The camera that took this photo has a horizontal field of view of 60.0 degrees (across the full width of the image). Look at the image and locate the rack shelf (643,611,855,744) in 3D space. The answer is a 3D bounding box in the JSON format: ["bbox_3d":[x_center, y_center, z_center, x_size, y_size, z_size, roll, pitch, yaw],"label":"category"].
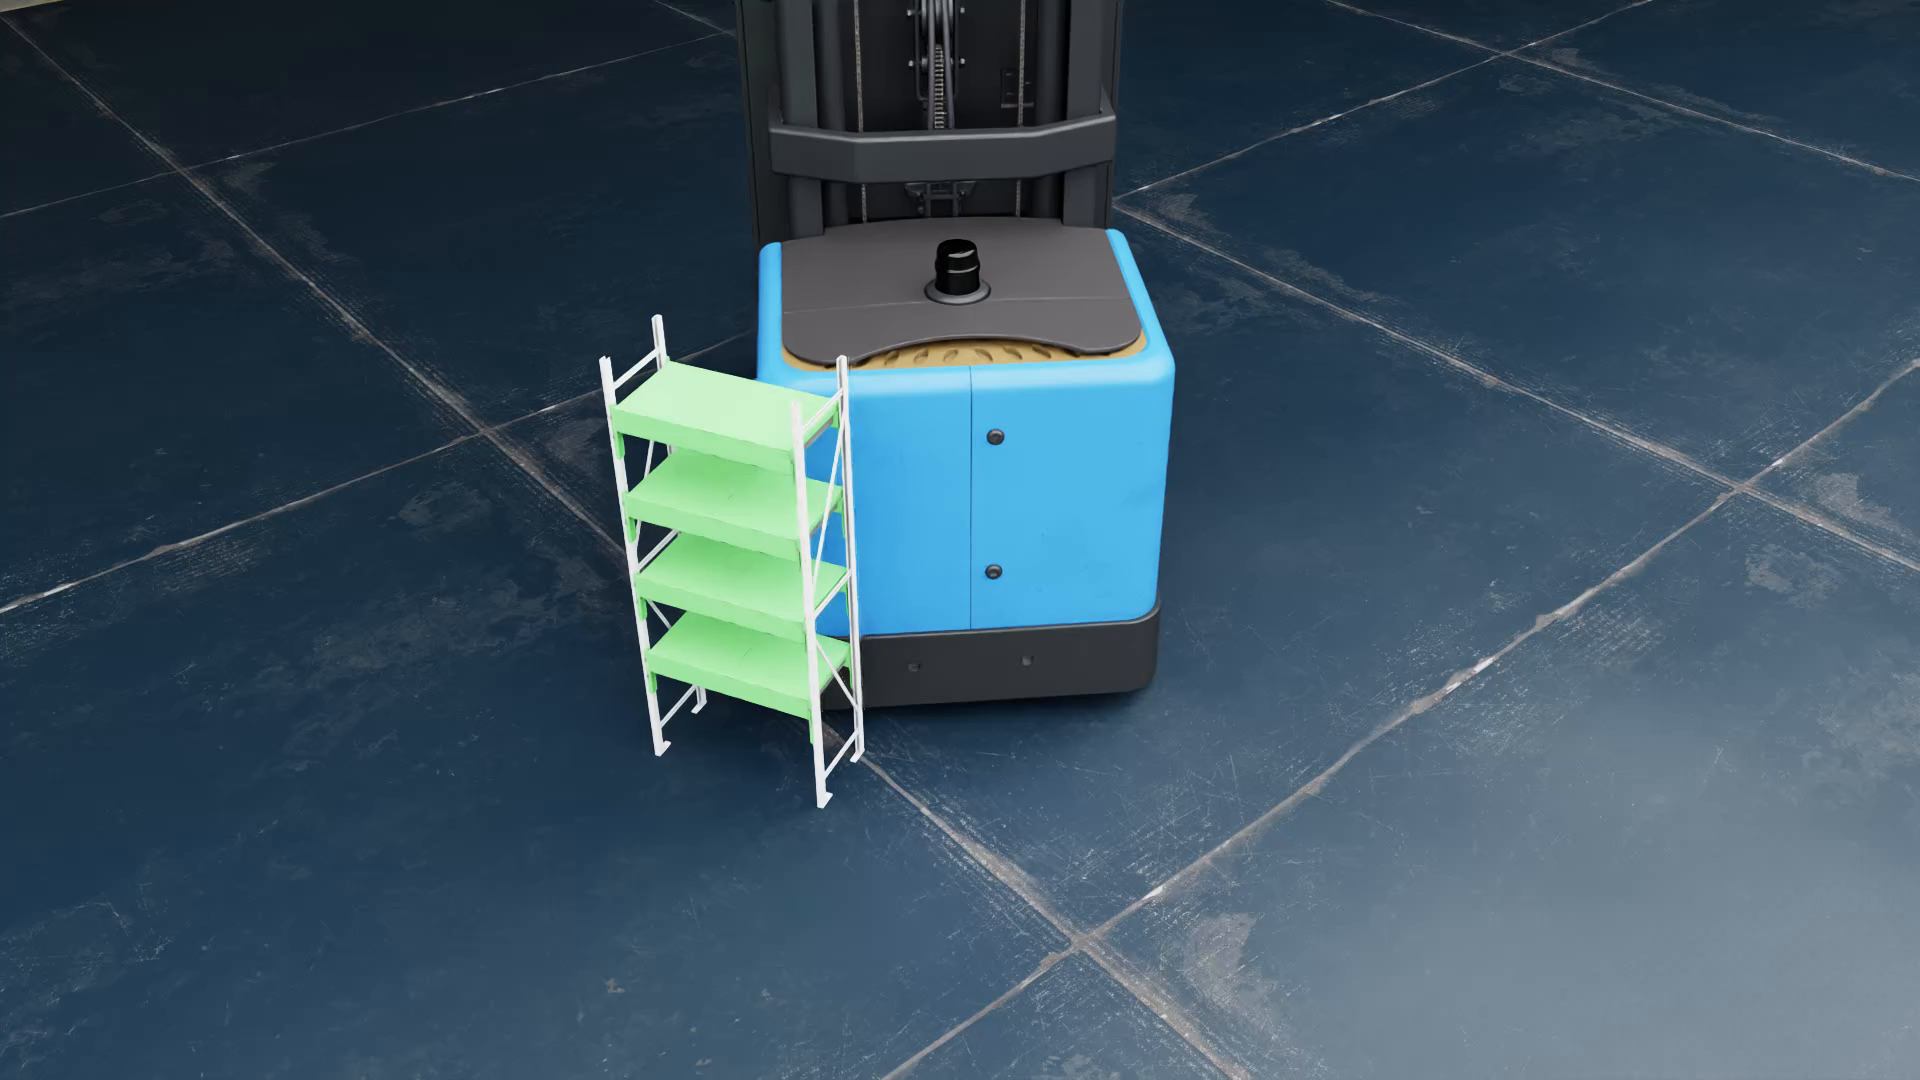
[{"bbox_3d":[-0.535,0.328,4.275,0.480,0.148,0.258,14,38,19],"label":"rack shelf"}]

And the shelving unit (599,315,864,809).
[{"bbox_3d":[-0.535,0.080,4.099,0.503,1.200,0.258,14,38,19],"label":"shelving unit"}]

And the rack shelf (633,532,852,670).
[{"bbox_3d":[-0.535,0.132,4.136,0.480,0.148,0.258,14,38,19],"label":"rack shelf"}]

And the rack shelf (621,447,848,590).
[{"bbox_3d":[-0.535,-0.064,3.998,0.480,0.148,0.258,14,38,19],"label":"rack shelf"}]

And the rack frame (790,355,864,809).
[{"bbox_3d":[-0.311,0.136,4.019,0.015,1.200,0.240,14,38,19],"label":"rack frame"}]

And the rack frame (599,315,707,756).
[{"bbox_3d":[-0.758,0.023,4.180,0.015,1.200,0.240,14,38,19],"label":"rack frame"}]

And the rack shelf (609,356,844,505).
[{"bbox_3d":[-0.535,-0.260,3.859,0.480,0.148,0.258,14,38,19],"label":"rack shelf"}]

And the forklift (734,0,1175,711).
[{"bbox_3d":[-0.109,-1.571,4.932,1.130,2.935,3.031,-3,35,-4],"label":"forklift"}]
